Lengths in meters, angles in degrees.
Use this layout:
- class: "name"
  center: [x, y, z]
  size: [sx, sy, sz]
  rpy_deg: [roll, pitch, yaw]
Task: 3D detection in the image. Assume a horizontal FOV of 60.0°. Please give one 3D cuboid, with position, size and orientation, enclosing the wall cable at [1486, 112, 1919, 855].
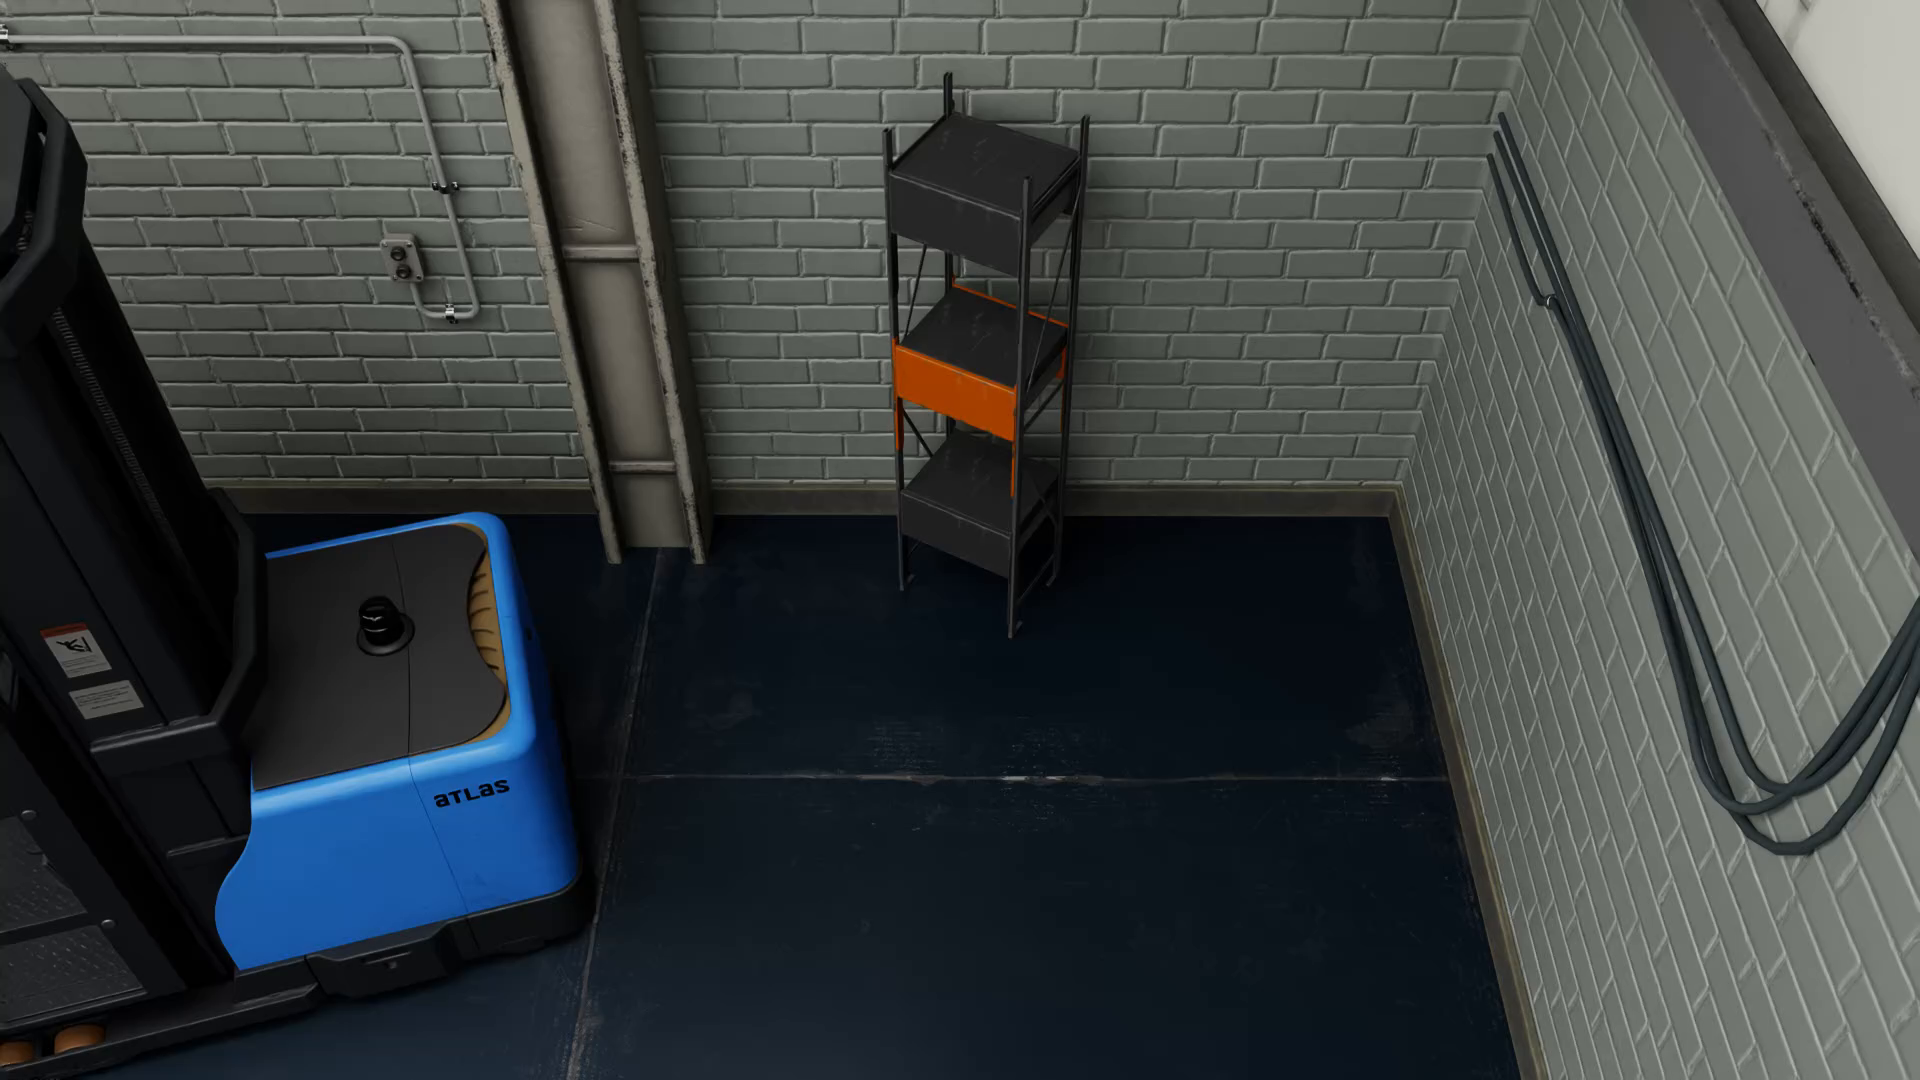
- class: "wall cable"
  center: [1.739, -1.124, 3.770]
  size: [0.112, 2.526, 3.097]
  rpy_deg: [0, 47, 0]

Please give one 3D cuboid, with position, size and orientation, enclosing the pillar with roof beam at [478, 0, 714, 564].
- class: "pillar with roof beam"
  center: [-1.228, 0.067, 0.540]
  size: [0.400, 9.000, 9.100]
  rpy_deg: [0, 47, 0]

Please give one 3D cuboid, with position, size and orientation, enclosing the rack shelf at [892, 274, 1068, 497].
- class: "rack shelf"
  center: [0.081, -0.543, 5.839]
  size: [0.480, 0.518, 0.431]
  rpy_deg: [23, 51, 20]

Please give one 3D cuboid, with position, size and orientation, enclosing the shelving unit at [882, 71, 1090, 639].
- class: "shelving unit"
  center: [0.081, -0.552, 5.829]
  size: [0.503, 2.100, 0.431]
  rpy_deg: [23, 51, 20]

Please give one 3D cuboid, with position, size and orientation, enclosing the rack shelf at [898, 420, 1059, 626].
- class: "rack shelf"
  center: [0.081, -0.066, 6.352]
  size: [0.480, 0.518, 0.431]
  rpy_deg: [23, 51, 20]

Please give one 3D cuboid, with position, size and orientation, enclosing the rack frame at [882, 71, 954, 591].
- class: "rack frame"
  center: [-0.130, -0.642, 5.913]
  size: [0.015, 2.100, 0.400]
  rpy_deg: [23, 51, 20]

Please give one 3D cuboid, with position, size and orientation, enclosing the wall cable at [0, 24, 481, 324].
- class: "wall cable"
  center: [-2.632, -1.450, 5.356]
  size: [1.851, 1.984, 0.084]
  rpy_deg: [0, 47, 0]

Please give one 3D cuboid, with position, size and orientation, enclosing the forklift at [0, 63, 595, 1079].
- class: "forklift"
  center: [-2.788, 0.270, 4.497]
  size: [3.031, 2.935, 1.130]
  rpy_deg: [-12, 48, -11]

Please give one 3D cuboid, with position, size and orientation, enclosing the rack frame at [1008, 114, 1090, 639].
- class: "rack frame"
  center: [0.292, -0.463, 5.746]
  size: [0.015, 2.100, 0.400]
  rpy_deg: [23, 51, 20]

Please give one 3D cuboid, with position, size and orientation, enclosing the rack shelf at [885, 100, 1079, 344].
- class: "rack shelf"
  center: [0.081, -1.020, 5.327]
  size: [0.480, 0.518, 0.431]
  rpy_deg: [23, 51, 20]
